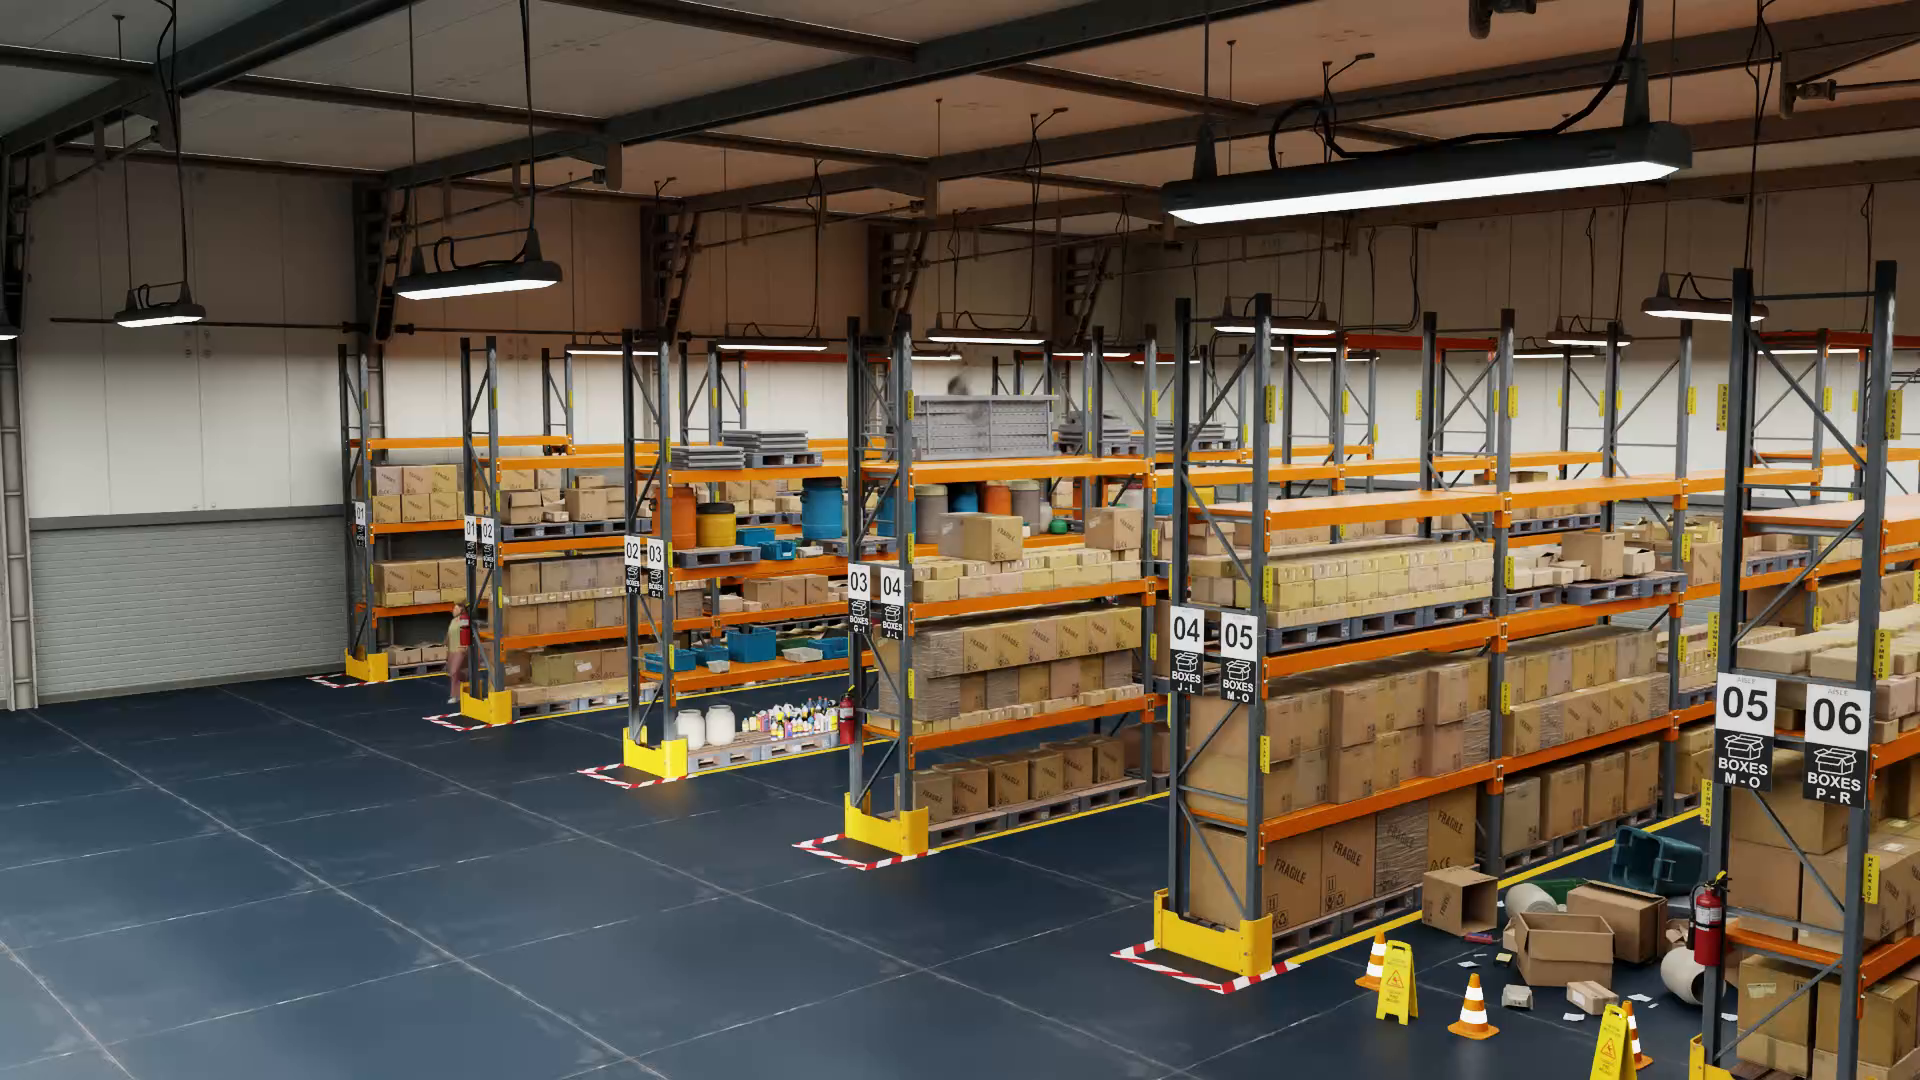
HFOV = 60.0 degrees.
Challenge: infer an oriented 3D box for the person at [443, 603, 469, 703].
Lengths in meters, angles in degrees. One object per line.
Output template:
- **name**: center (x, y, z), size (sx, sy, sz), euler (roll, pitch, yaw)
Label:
- **person**: center (-8.326, 1.877, 27.799), size (0.594, 1.670, 0.678), euler (3, 6, 31)

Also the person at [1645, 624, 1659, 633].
- **person**: center (10.150, 2.080, 24.552), size (1.066, 1.674, 0.666), euler (-3, 6, -33)
